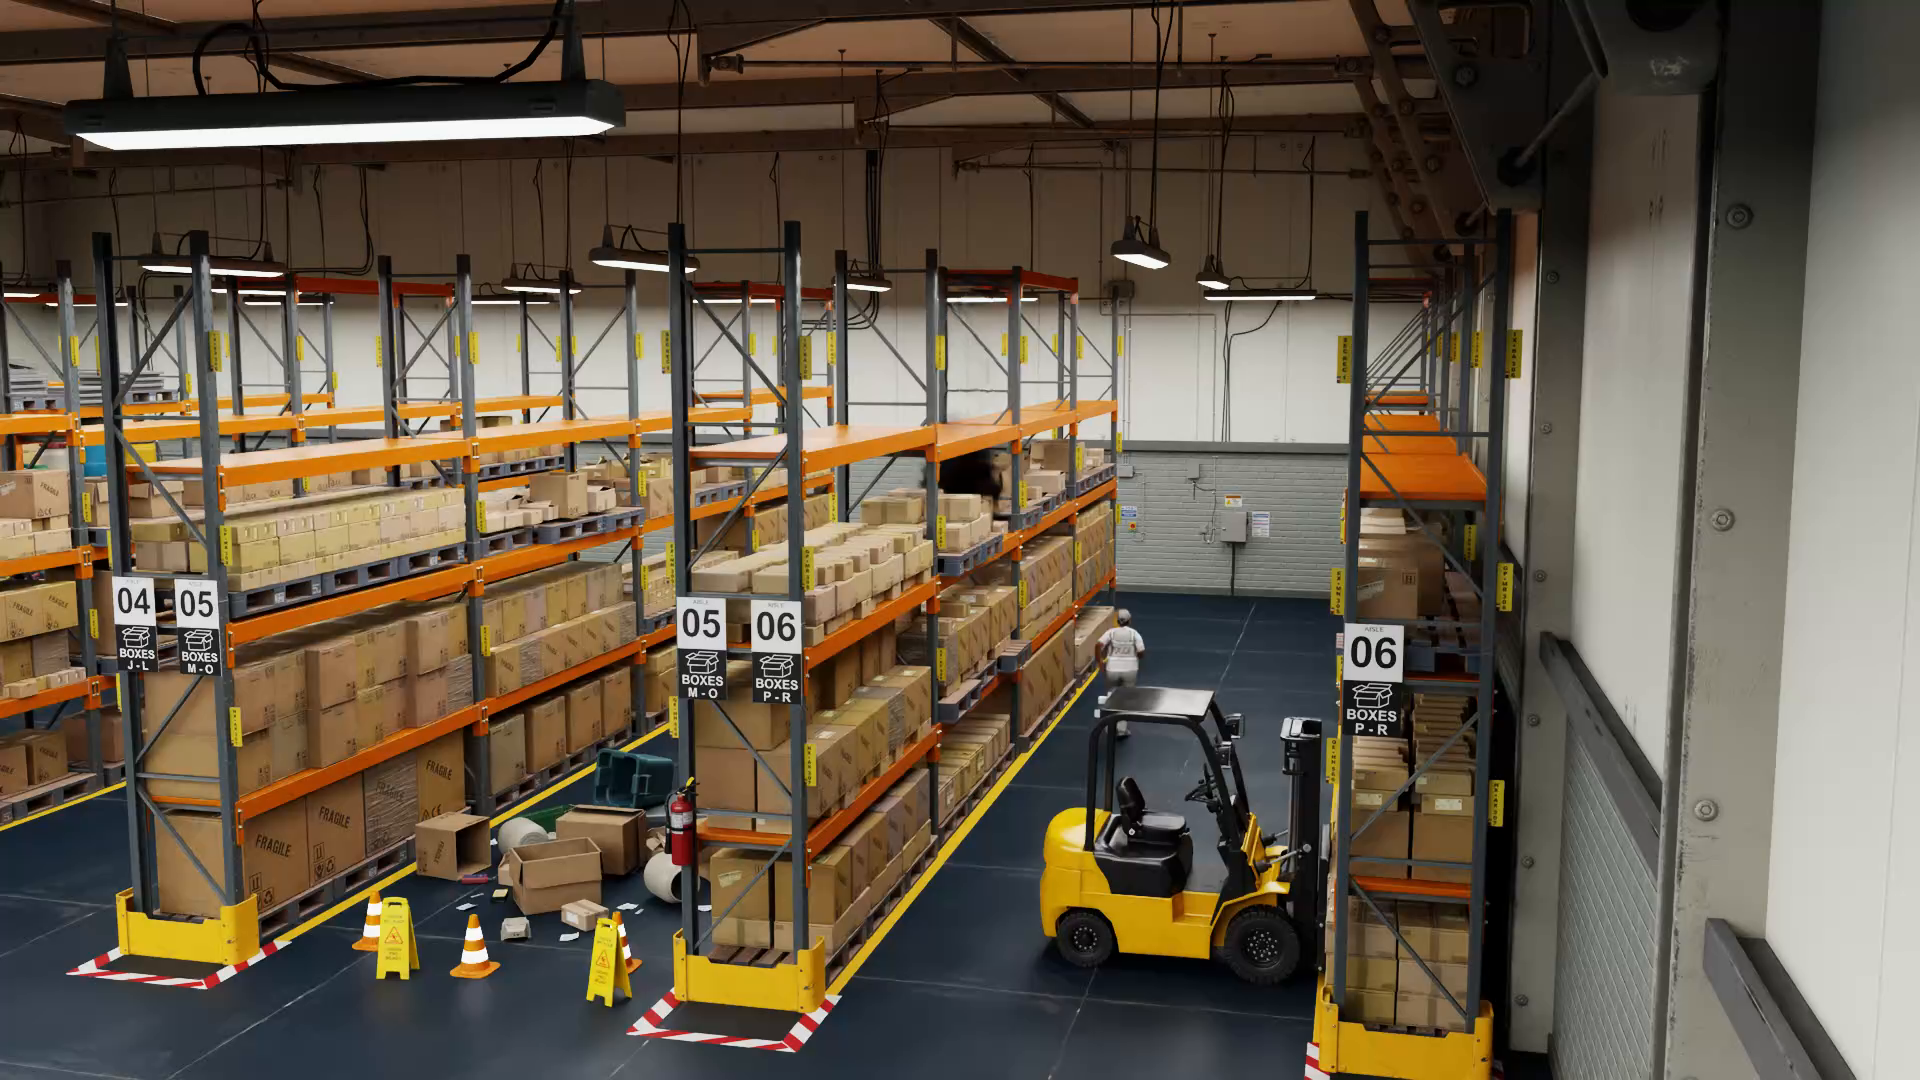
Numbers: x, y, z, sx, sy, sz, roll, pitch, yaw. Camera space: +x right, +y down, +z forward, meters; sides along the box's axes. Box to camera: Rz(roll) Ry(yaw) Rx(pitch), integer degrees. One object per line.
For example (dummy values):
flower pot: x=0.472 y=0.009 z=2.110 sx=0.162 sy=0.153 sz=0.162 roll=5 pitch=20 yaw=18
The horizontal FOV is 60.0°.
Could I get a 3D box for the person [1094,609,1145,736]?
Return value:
person: x=2.095 y=1.724 z=21.648 sx=0.626 sy=1.662 sz=0.637 roll=2 pitch=7 yaw=16
